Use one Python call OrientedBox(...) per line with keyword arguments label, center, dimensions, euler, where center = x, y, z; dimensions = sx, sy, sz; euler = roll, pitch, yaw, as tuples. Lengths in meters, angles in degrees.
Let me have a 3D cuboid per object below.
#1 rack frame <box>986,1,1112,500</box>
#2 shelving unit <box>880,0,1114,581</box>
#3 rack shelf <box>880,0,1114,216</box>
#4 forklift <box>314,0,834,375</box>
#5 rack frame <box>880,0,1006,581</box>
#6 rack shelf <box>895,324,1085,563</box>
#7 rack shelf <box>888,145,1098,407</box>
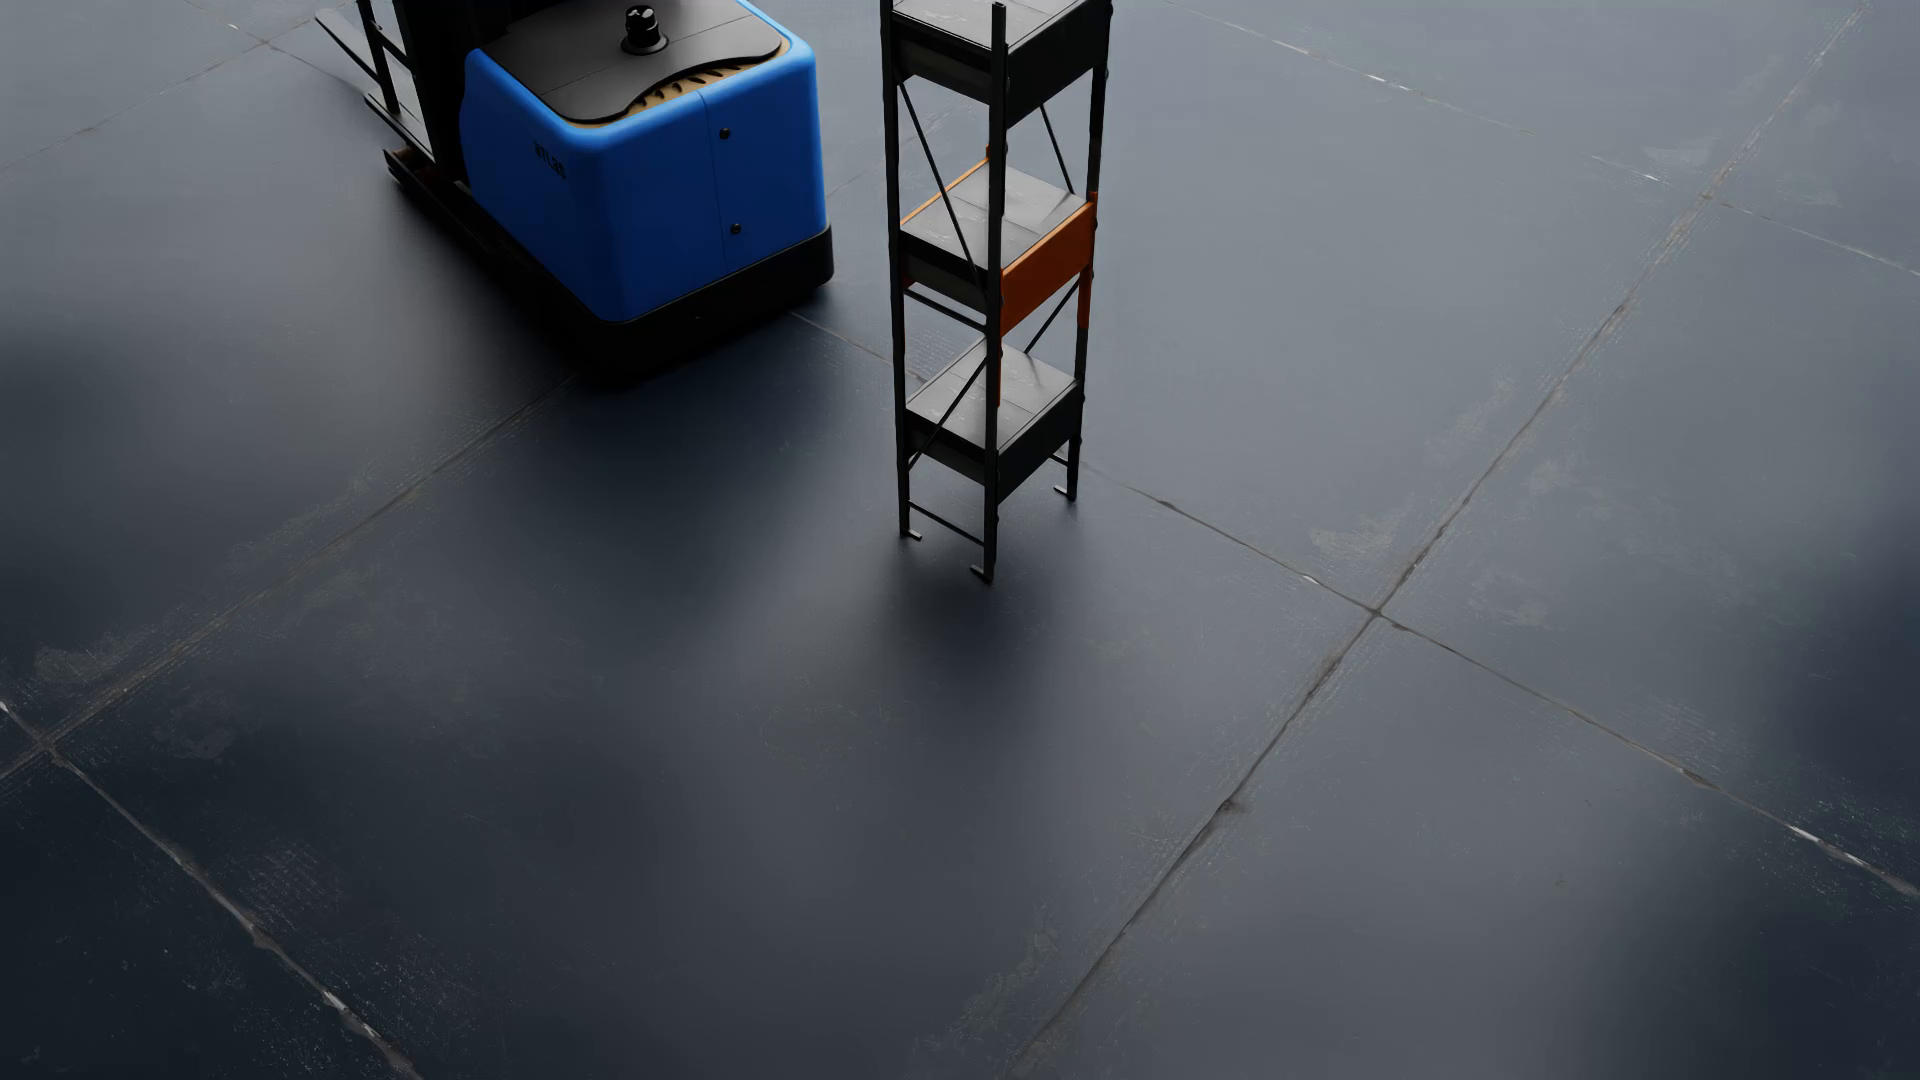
OrientedBox(label="rack frame", center=(0.250, -0.960, 5.215), dimensions=(0.400, 2.100, 0.015), euler=(29, 53, 25))
OrientedBox(label="shelving unit", center=(0.101, -0.820, 5.081), dimensions=(0.431, 2.100, 0.503), euler=(29, 53, 25))
OrientedBox(label="rack shelf", center=(0.101, -1.294, 4.585), dimensions=(0.431, 0.518, 0.480), euler=(29, 53, 25))
OrientedBox(label="forklift", center=(-1.822, -2.641, 6.246), dimensions=(1.130, 2.935, 3.031), euler=(-30, 53, -26))
OrientedBox(label="rack frame", center=(-0.048, -0.680, 4.948), dimensions=(0.400, 2.100, 0.015), euler=(29, 53, 25))
OrientedBox(label="rack shelf", center=(0.101, -0.327, 5.597), dimensions=(0.431, 0.518, 0.480), euler=(29, 53, 25))
OrientedBox(label="rack shelf", center=(0.101, -0.811, 5.091), dimensions=(0.431, 0.518, 0.480), euler=(29, 53, 25))
